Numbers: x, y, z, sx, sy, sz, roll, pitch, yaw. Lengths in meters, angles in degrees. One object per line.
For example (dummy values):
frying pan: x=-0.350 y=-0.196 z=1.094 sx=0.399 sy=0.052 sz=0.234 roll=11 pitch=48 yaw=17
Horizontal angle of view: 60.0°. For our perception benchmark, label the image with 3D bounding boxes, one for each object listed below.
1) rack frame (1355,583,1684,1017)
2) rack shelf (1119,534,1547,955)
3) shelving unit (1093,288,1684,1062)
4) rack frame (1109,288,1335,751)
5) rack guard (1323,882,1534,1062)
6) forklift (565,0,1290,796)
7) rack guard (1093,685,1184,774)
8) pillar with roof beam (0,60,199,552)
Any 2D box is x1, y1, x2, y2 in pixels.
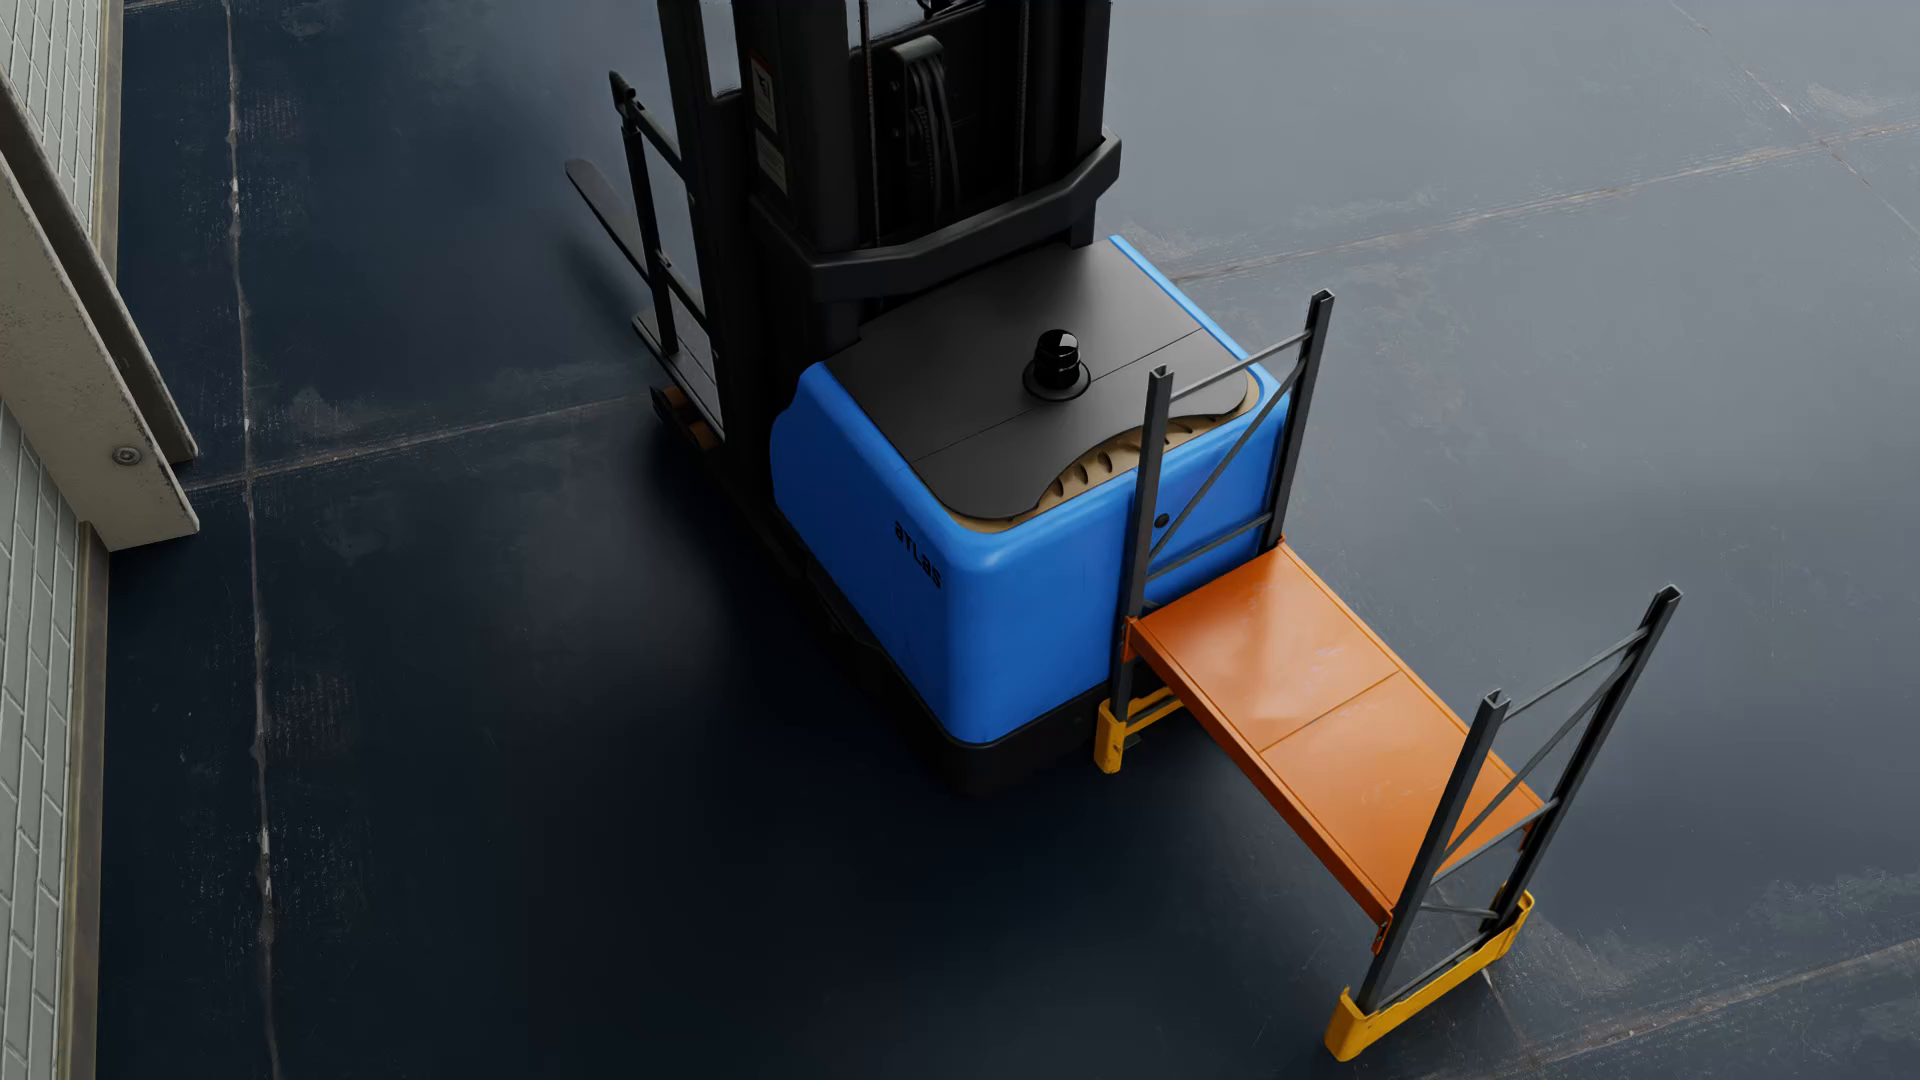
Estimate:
rack frame: x=1.176 y=0.679 z=3.696 sx=0.500 sy=1.500 sz=0.032 roll=-26 pitch=55 yaw=-20
rack shelf: x=0.903 y=0.468 z=4.110 sx=0.538 sy=0.185 sz=1.000 roll=-26 pitch=55 yaw=-20
shelving unit: x=0.908 y=0.358 z=3.968 sx=0.587 sy=1.500 sz=1.083 roll=-26 pitch=55 yaw=-20
rack frame: x=0.629 y=0.024 z=4.249 sx=0.500 sy=1.500 sz=0.032 roll=-26 pitch=55 yaw=-20
rack guard: x=1.176 y=1.081 z=4.175 sx=0.587 sy=0.250 sz=0.087 roll=-26 pitch=55 yaw=-20
forklift: x=-0.361 y=-1.355 z=4.476 sx=1.130 sy=2.935 sz=3.031 roll=-26 pitch=55 yaw=-20
rack guard: x=0.640 y=0.439 z=4.716 sx=0.587 sy=0.250 sz=0.087 roll=-26 pitch=55 yaw=-20
pillar with roof beam: x=1.494 y=-4.008 z=2.743 sx=9.100 sy=9.000 sz=0.400 roll=-13 pitch=51 yaw=-11
